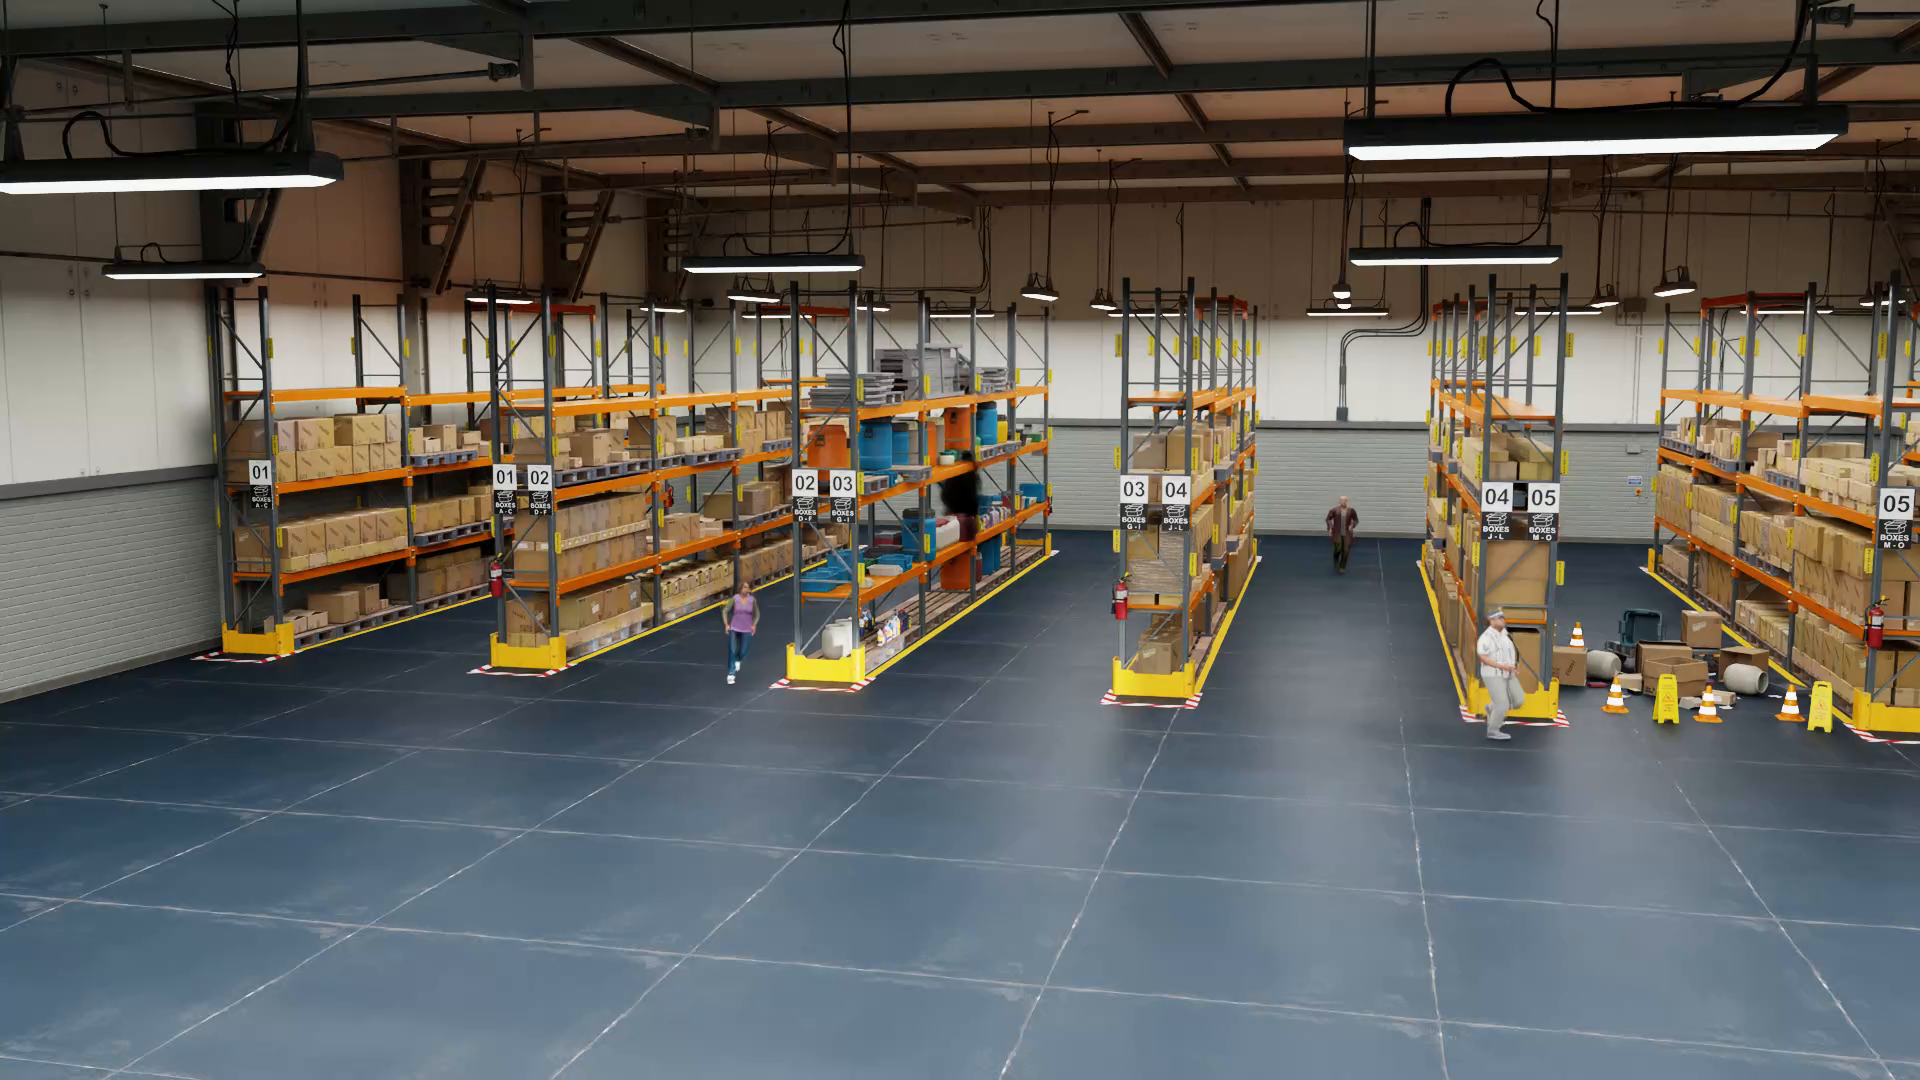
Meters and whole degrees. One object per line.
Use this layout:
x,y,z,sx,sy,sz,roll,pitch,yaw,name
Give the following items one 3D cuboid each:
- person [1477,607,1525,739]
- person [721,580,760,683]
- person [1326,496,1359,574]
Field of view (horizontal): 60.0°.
6.914,1.701,21.351,0.701,1.720,0.540,-5,8,-36,person
-3.311,1.373,25.131,0.581,1.550,0.506,-1,7,-10,person
8.551,-0.121,37.183,0.707,1.736,0.634,1,7,6,person
